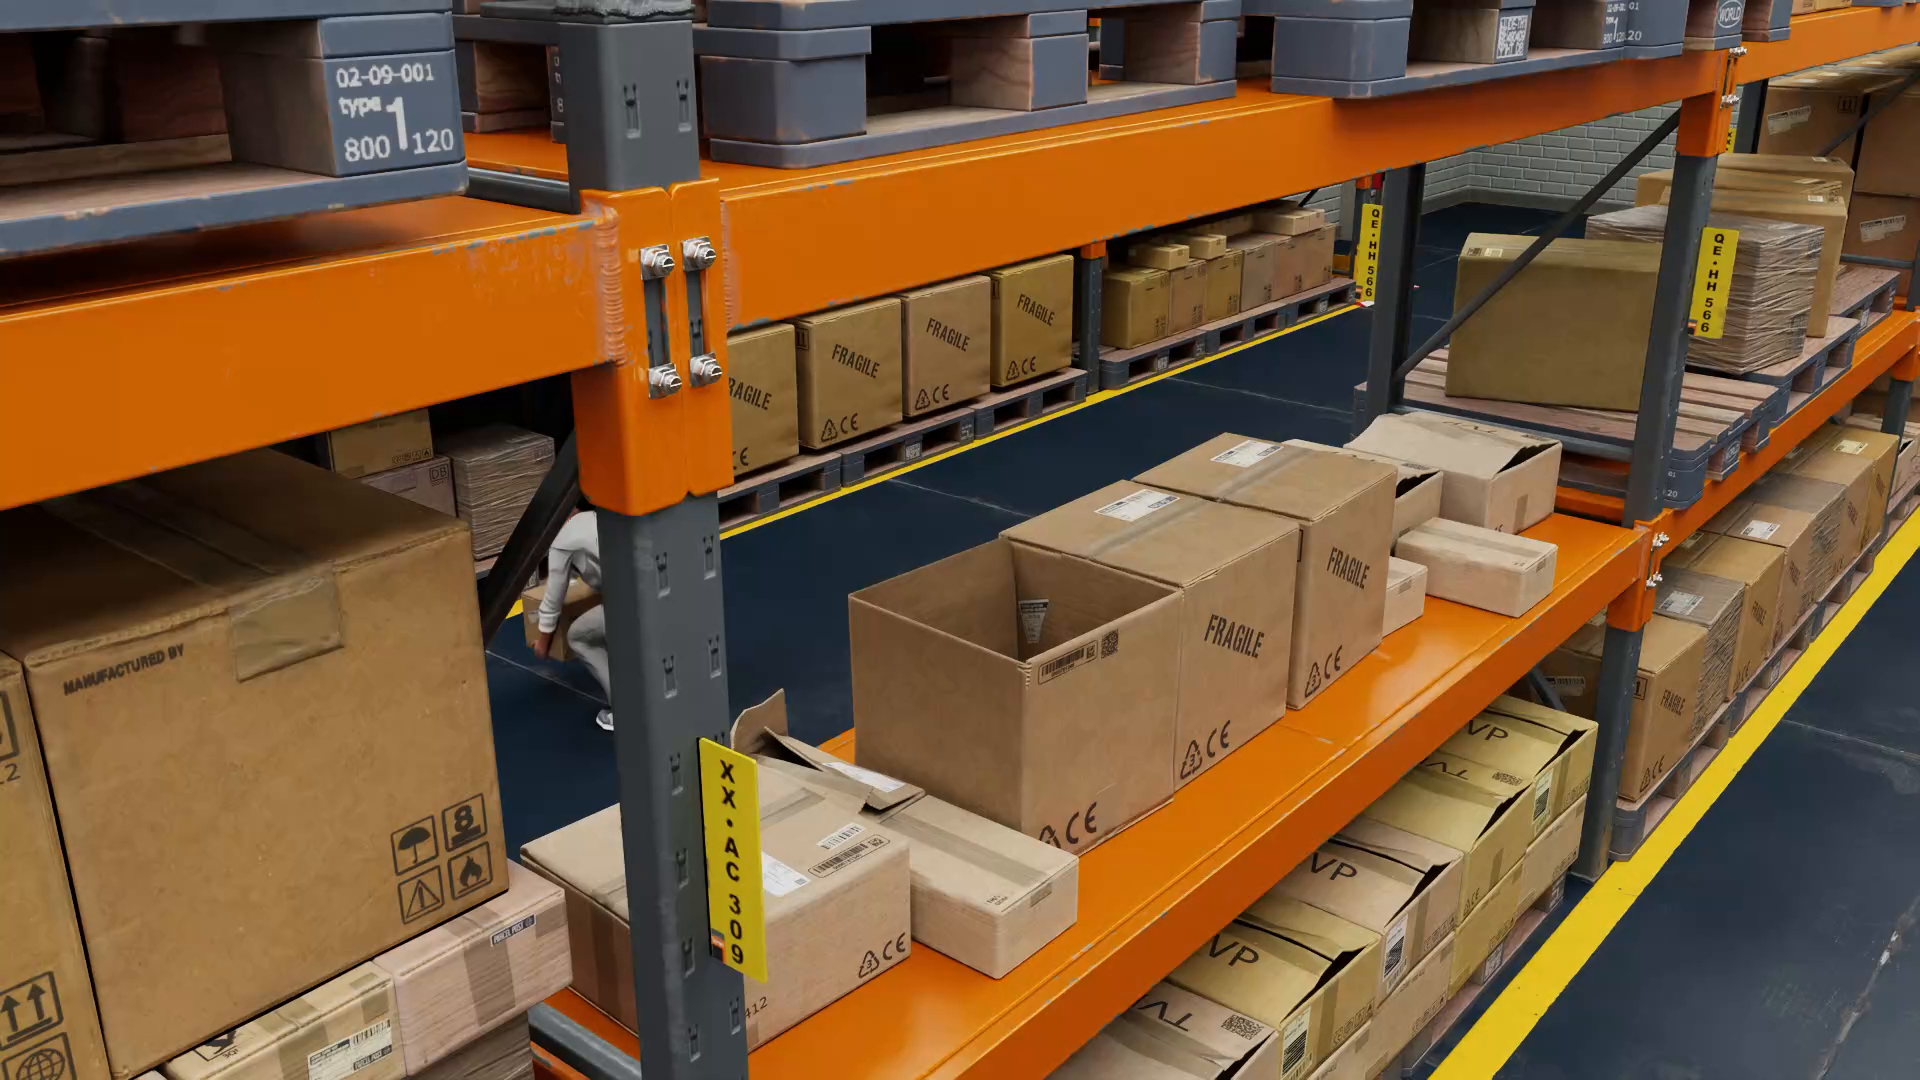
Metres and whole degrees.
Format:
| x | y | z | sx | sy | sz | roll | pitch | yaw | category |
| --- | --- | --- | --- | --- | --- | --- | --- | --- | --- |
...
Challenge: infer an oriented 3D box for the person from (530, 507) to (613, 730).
| x | y | z | sx | sy | sz | roll | pitch | yaw | category |
| --- | --- | --- | --- | --- | --- | --- | --- | --- | --- |
| -1.410 | 0.302 | 6.794 | 0.849 | 0.892 | 0.430 | 15 | 25 | 34 | person |
